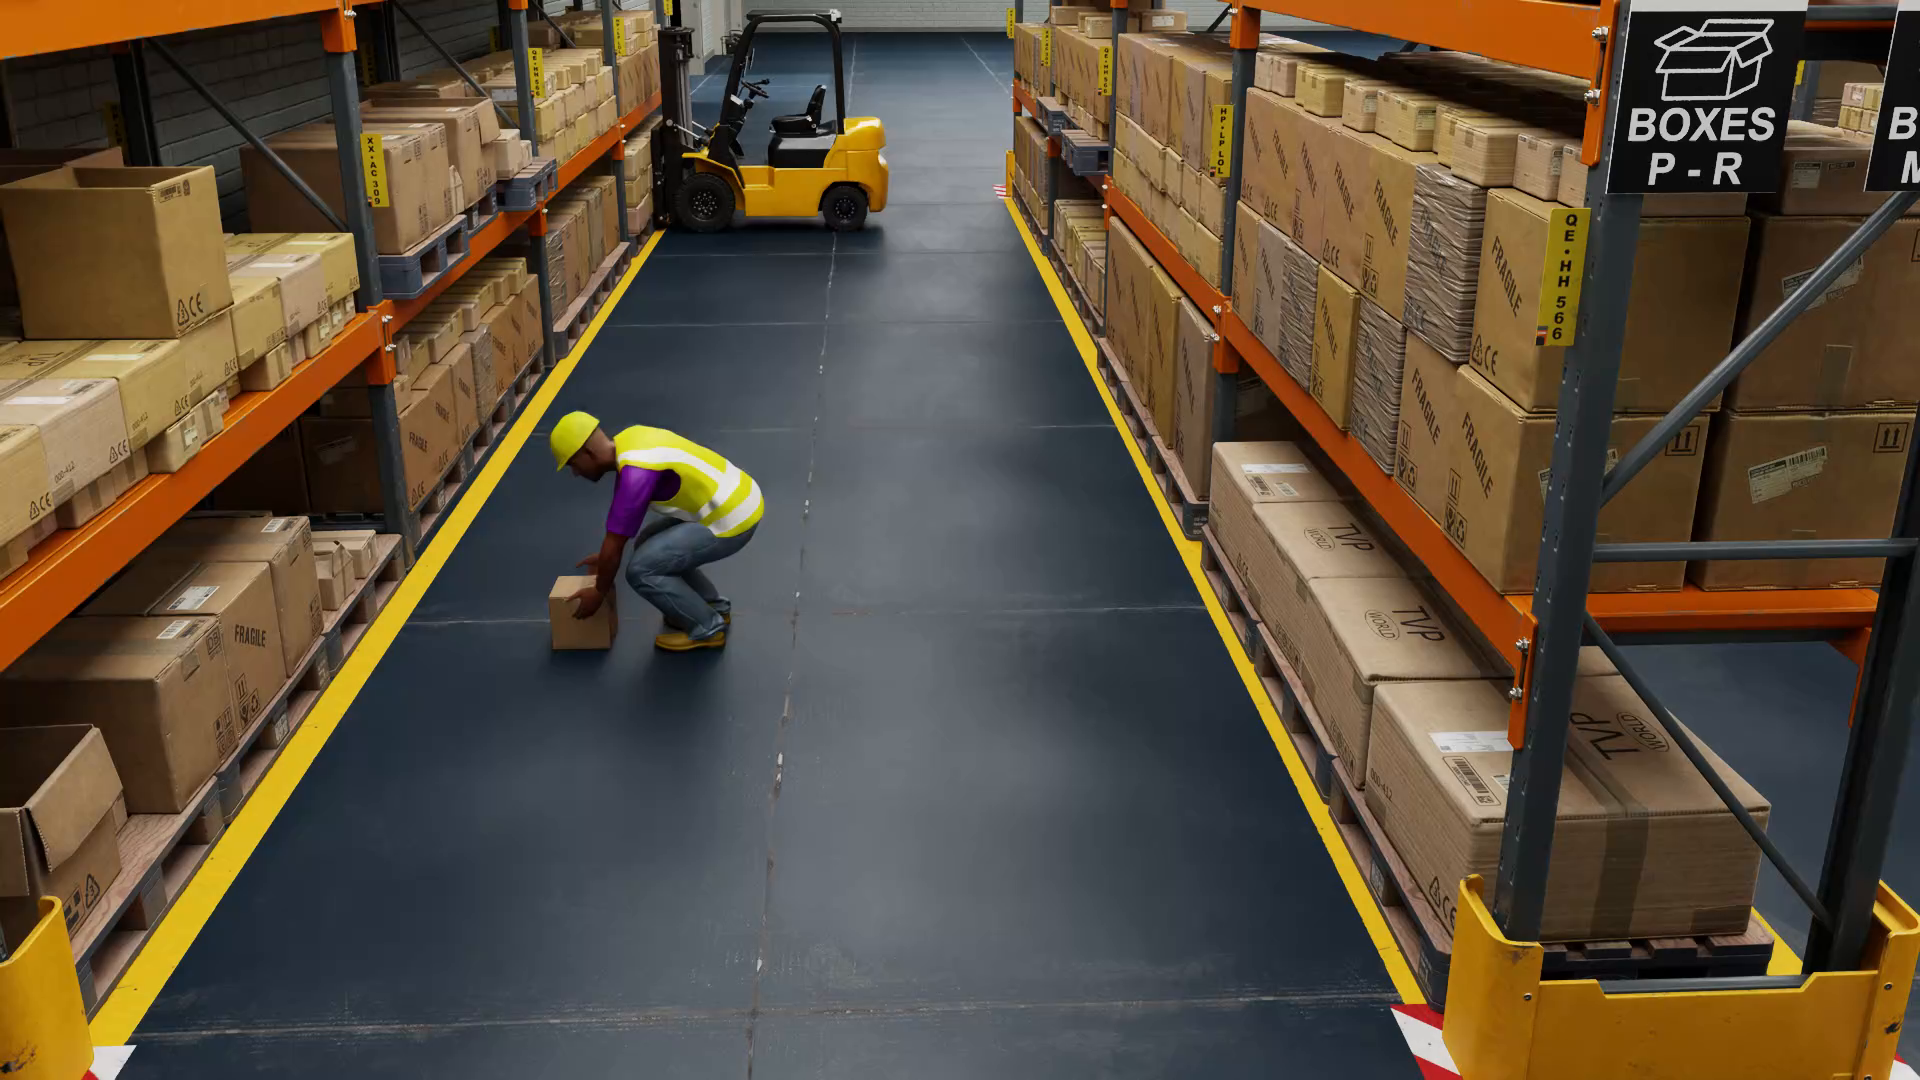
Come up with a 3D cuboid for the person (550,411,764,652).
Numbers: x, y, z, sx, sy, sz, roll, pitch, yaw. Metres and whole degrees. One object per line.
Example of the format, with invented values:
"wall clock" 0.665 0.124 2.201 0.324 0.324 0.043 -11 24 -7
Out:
"person" -1.290 -0.051 7.202 0.880 1.063 0.597 -1 20 -3
